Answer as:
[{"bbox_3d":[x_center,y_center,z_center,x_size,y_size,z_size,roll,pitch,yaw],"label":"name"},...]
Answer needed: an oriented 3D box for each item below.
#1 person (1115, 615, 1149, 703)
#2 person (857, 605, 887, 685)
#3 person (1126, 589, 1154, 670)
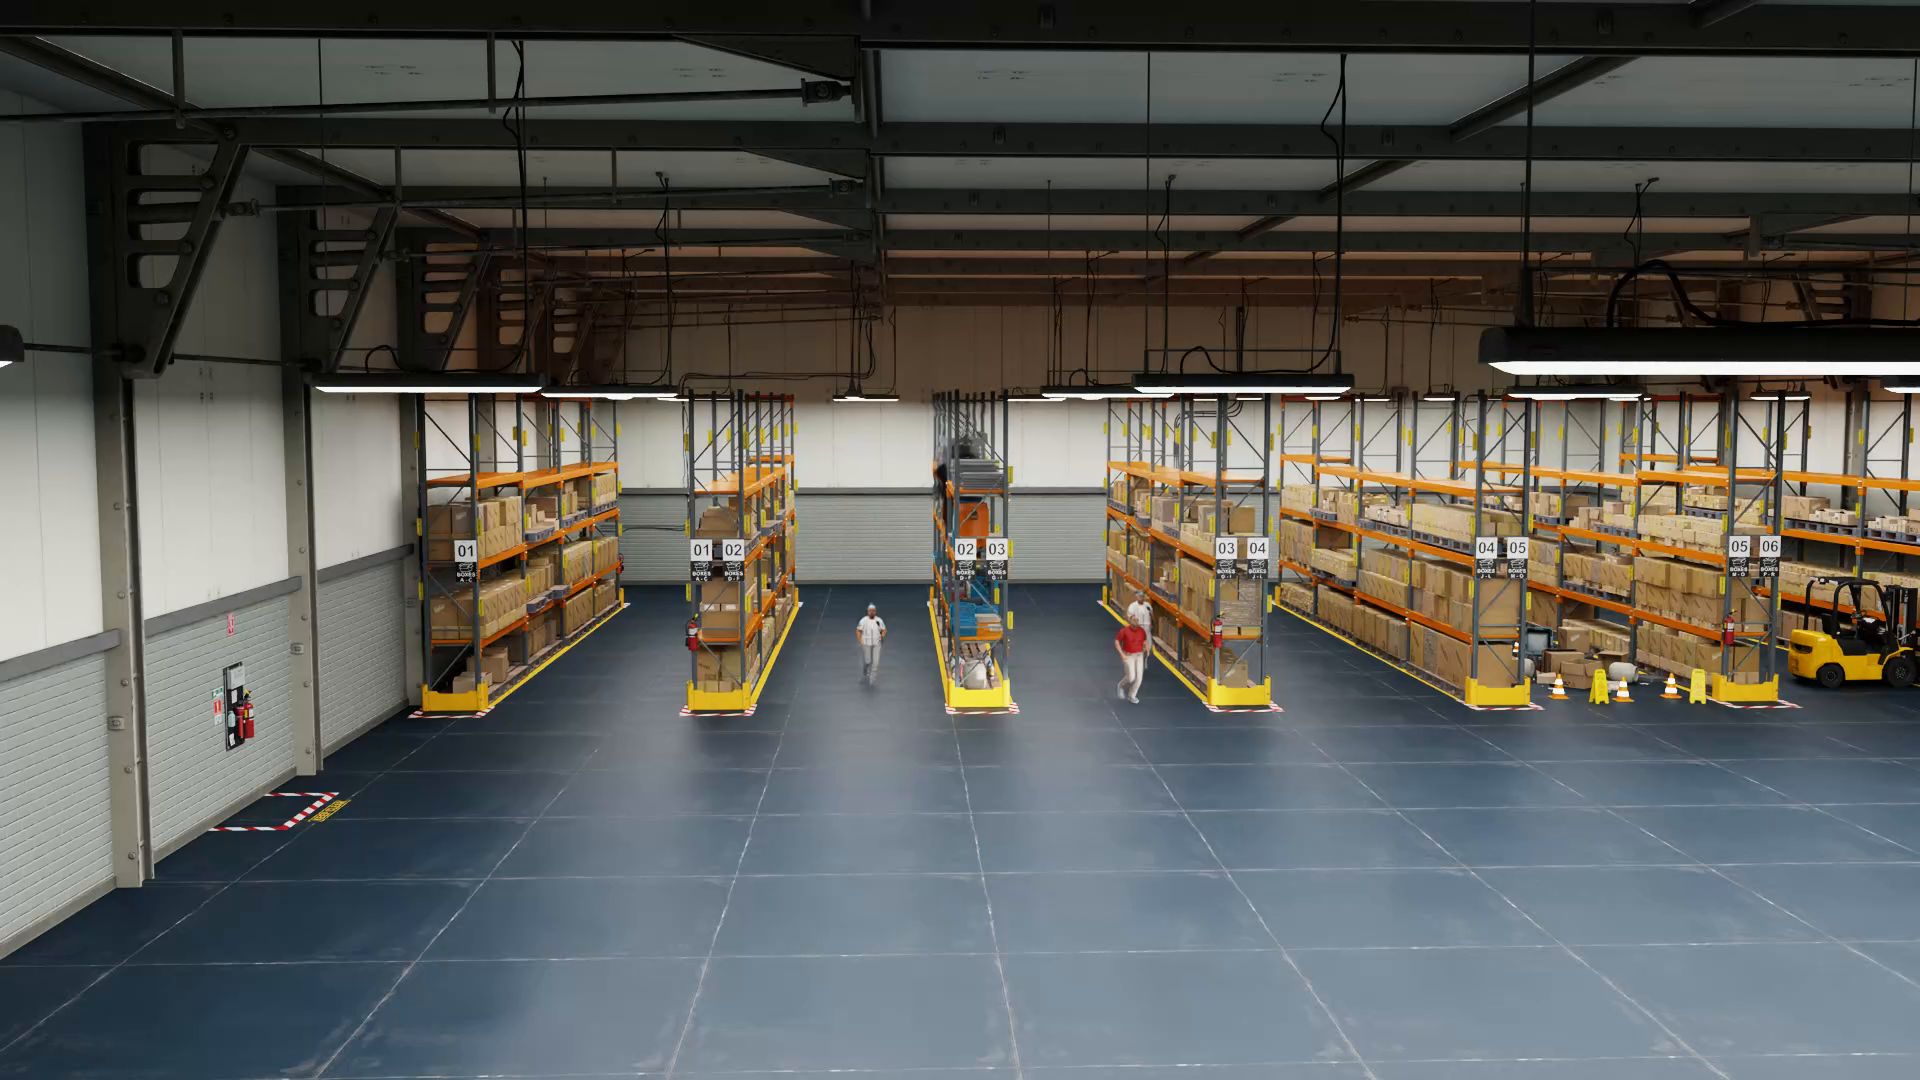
[{"bbox_3d":[3.331,2.276,32.032,0.683,1.697,0.605,-2,5,-25],"label":"person"},{"bbox_3d":[-1.819,2.143,34.152,0.600,1.627,0.550,-1,5,-8],"label":"person"},{"bbox_3d":[3.910,1.941,35.683,0.648,1.751,0.606,-1,5,-10],"label":"person"}]
